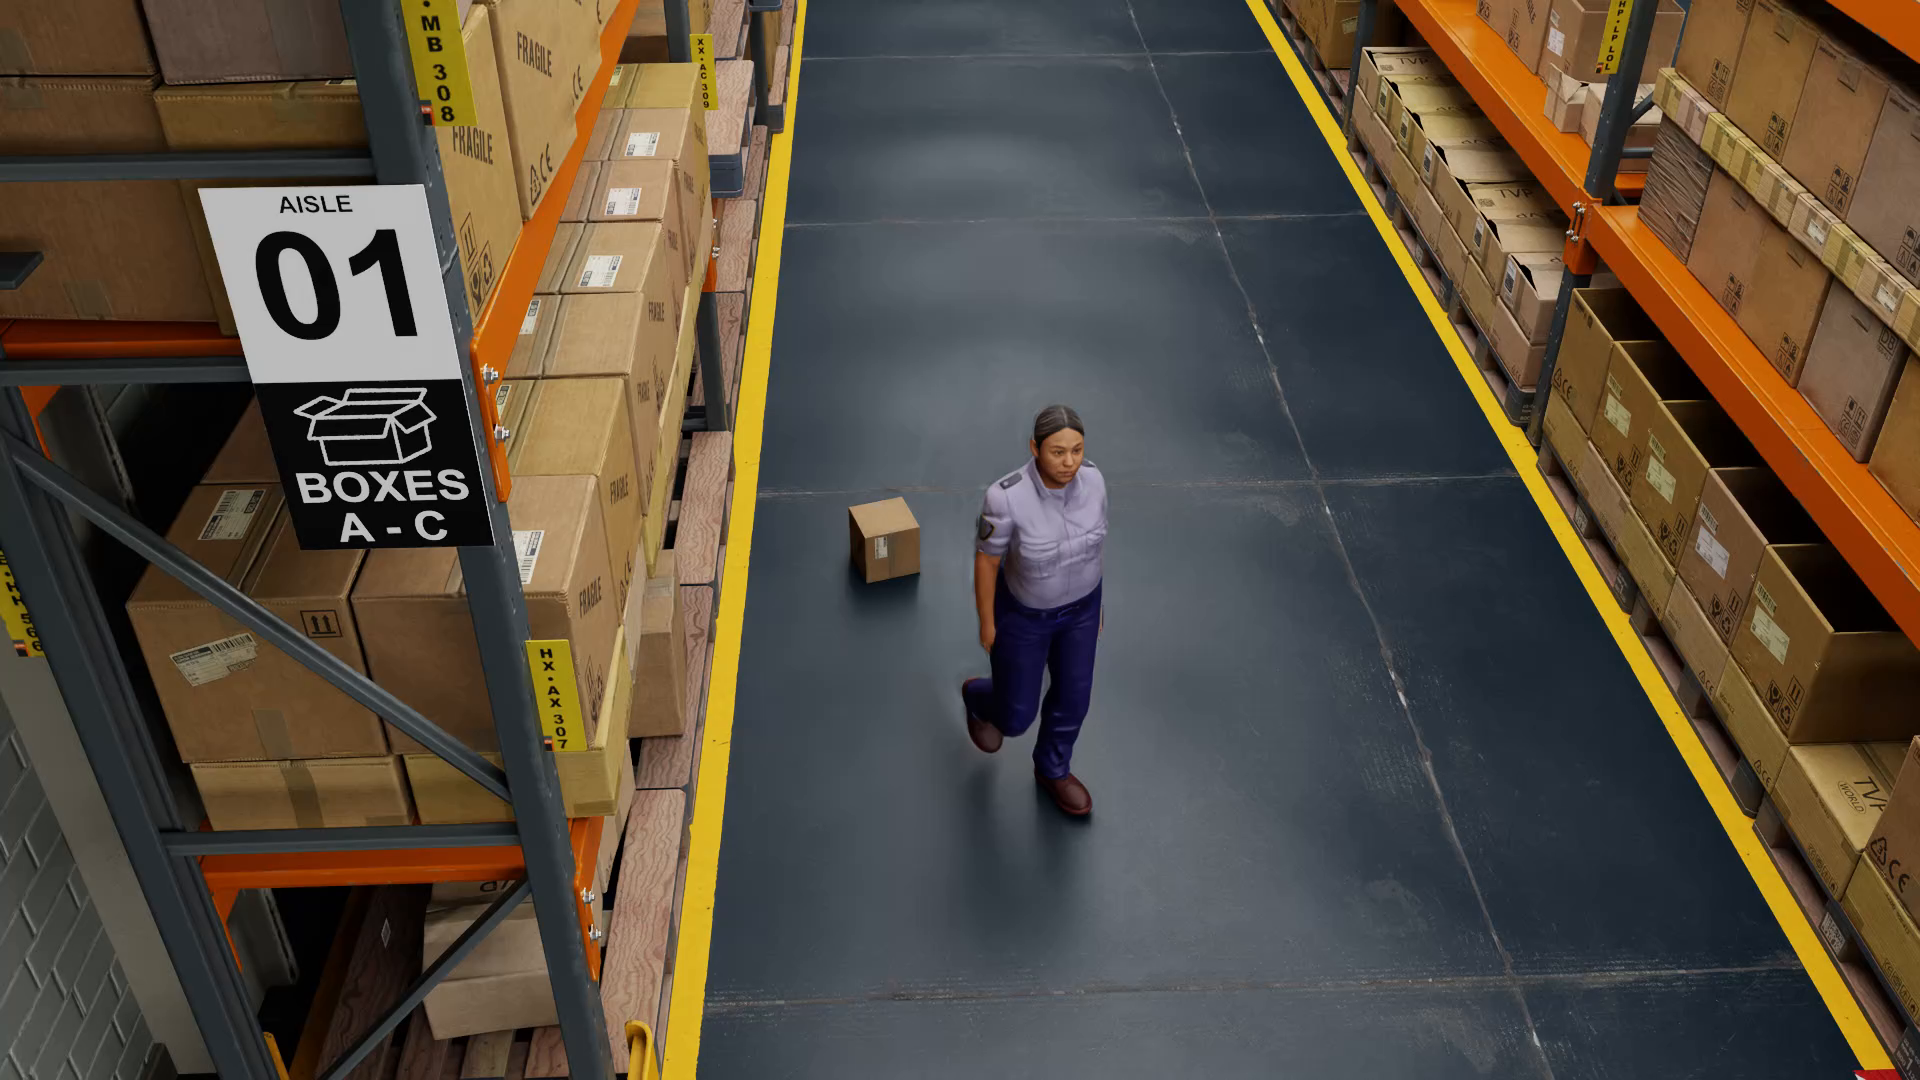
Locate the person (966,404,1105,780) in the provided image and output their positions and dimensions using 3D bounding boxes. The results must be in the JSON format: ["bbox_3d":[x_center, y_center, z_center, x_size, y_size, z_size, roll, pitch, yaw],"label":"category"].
[{"bbox_3d":[0.253,0.185,5.809,0.486,1.568,0.482,-17,39,-22],"label":"person"}]
